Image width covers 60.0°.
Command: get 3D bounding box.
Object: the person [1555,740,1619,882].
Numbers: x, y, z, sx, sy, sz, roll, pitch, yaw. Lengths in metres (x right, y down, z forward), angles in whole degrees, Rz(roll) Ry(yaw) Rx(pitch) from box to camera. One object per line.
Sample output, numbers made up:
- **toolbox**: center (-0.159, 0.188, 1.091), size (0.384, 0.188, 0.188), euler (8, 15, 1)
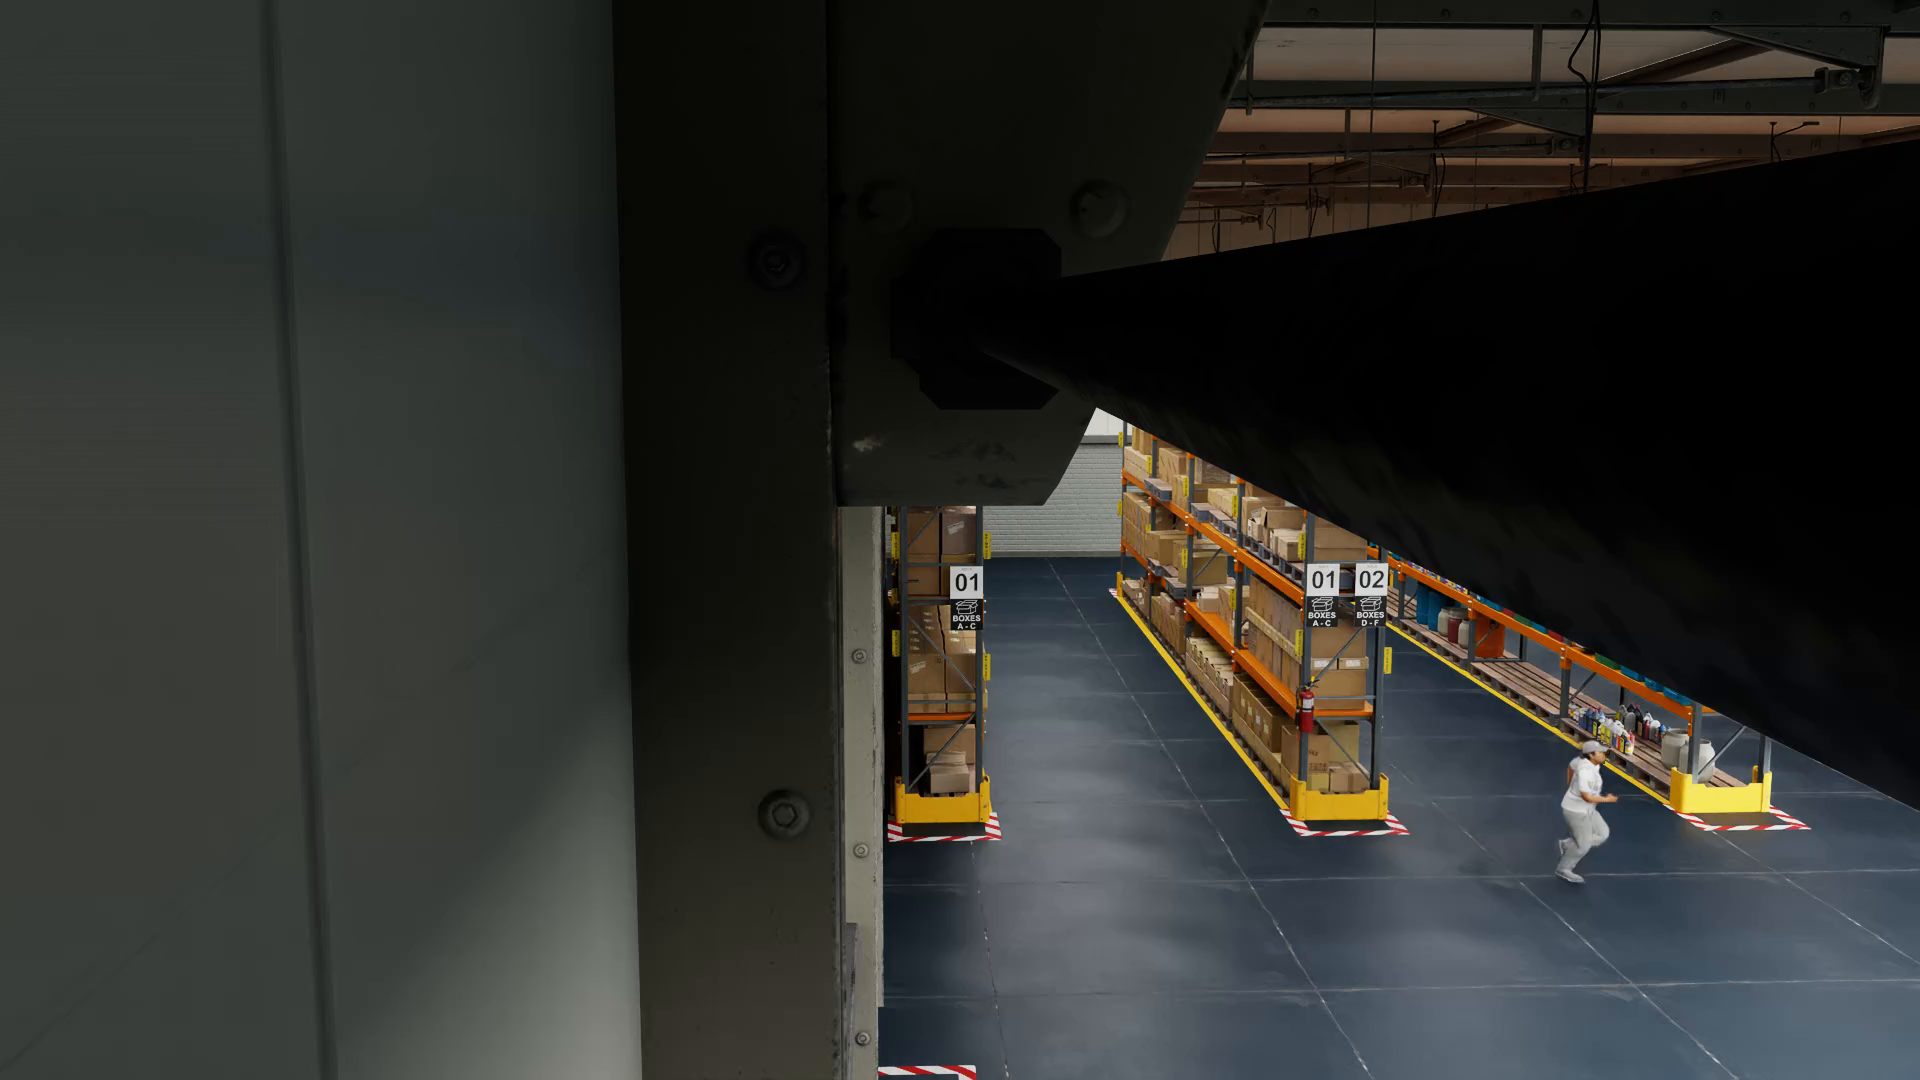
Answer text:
- **person**: center (6.915, 2.981, 18.308), size (0.617, 1.618, 0.645), euler (3, 9, 23)
